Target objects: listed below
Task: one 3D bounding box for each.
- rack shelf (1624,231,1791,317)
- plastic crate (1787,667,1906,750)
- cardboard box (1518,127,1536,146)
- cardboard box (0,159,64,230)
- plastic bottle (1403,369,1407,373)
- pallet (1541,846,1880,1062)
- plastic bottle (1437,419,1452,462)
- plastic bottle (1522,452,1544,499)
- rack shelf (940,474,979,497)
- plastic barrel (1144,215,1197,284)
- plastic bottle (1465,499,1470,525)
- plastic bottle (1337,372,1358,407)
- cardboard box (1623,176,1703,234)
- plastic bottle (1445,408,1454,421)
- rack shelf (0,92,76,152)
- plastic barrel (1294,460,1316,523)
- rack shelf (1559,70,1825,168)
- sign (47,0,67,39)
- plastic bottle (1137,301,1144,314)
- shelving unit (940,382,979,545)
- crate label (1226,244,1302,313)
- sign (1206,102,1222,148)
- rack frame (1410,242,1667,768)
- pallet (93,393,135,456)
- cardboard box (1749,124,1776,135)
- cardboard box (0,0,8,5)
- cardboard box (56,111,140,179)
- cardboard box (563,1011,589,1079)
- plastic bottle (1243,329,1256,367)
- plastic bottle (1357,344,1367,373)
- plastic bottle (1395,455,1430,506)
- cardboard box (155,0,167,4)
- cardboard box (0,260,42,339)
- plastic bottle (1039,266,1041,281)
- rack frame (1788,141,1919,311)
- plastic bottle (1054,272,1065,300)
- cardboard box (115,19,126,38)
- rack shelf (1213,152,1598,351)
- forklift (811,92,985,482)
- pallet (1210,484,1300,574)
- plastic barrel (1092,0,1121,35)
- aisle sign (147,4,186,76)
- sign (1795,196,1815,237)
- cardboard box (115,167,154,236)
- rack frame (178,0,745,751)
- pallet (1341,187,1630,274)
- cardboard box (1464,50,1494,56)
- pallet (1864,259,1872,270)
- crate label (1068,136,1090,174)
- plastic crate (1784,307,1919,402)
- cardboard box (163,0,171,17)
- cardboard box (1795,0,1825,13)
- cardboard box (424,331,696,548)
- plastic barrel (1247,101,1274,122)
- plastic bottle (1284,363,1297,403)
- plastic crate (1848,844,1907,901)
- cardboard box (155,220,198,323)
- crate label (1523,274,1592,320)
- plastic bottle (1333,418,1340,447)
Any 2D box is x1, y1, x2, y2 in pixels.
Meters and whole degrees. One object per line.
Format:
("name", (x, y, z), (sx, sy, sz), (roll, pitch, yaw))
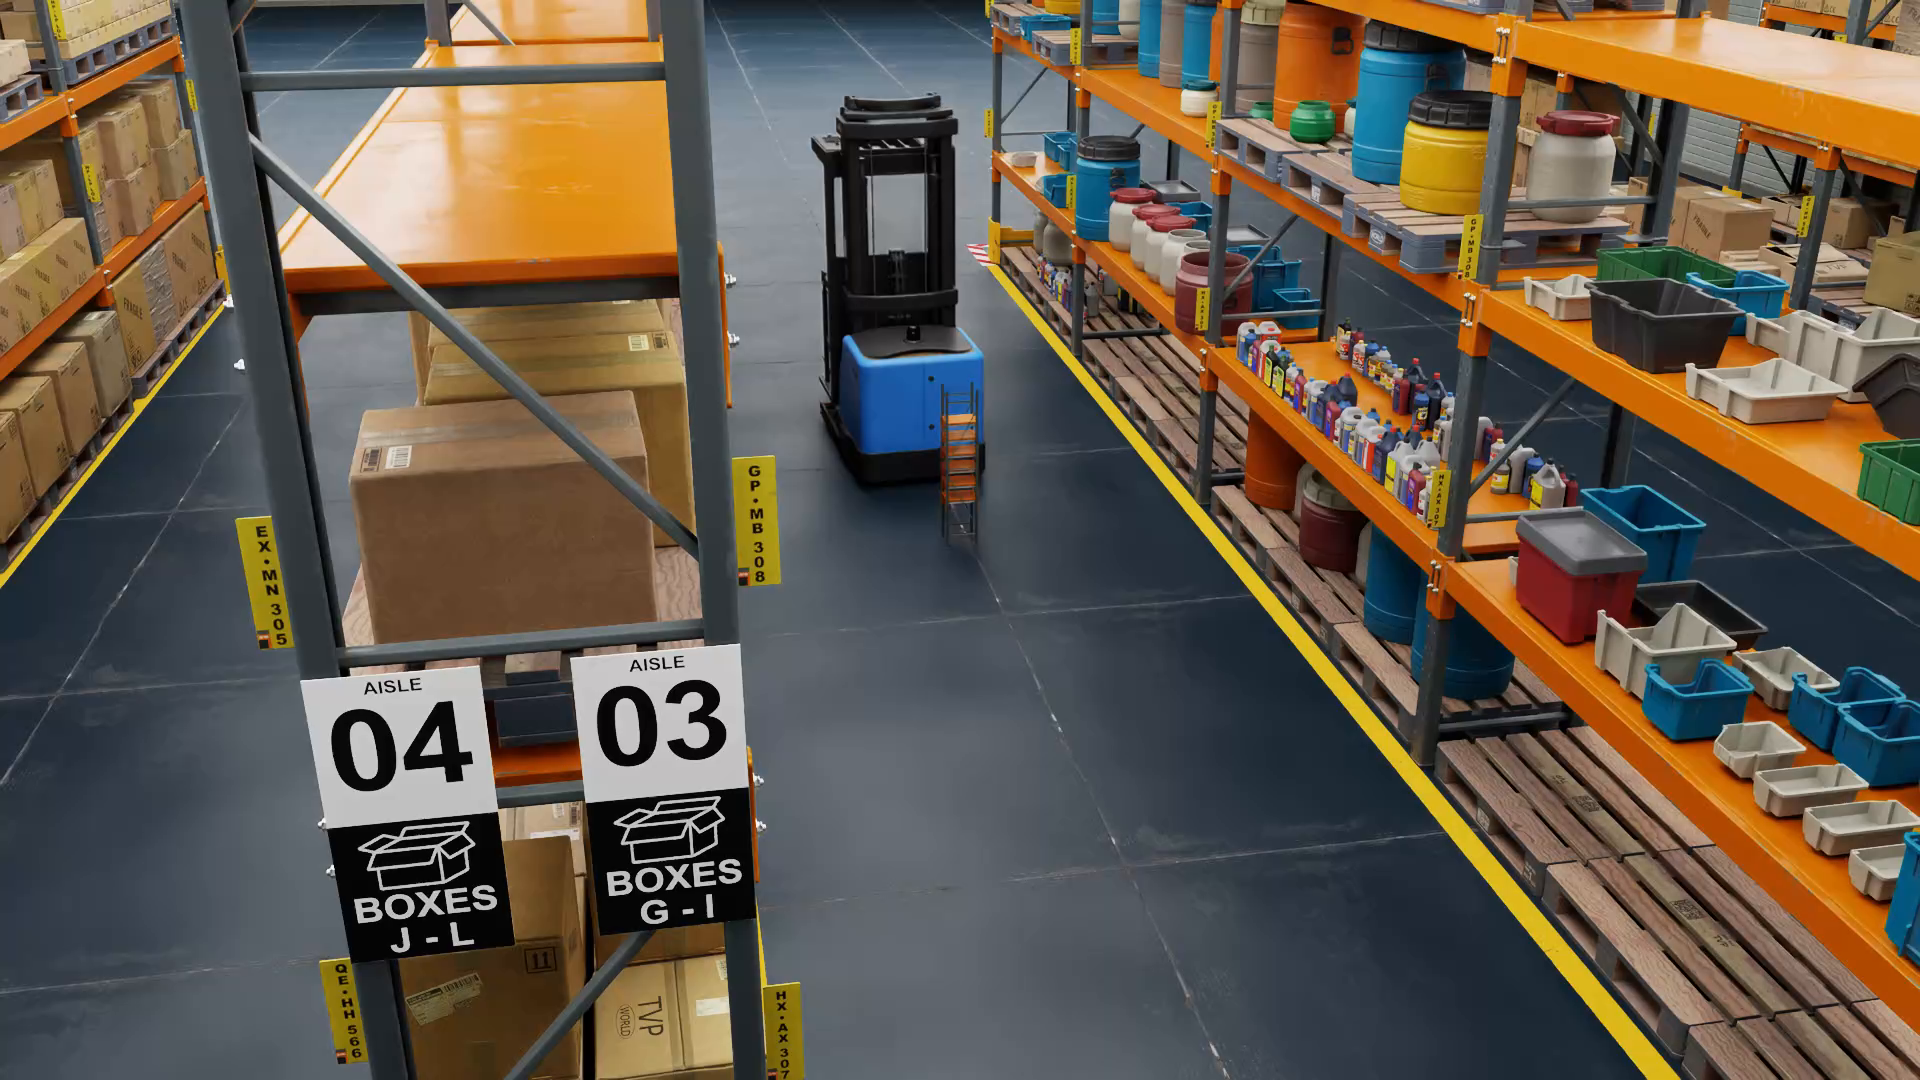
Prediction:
("rack shelf", (6.863, -2.527, 15.430), (1.077, 0.370, 4.000), (-4, 24, -10))
("plastic crate", (3.823, 0.733, 7.200), (0.416, 0.233, 0.300), (-4, 24, -10))
("cardboard box", (6.138, -4.278, 17.605), (0.380, 0.149, 0.250), (-5, 24, -11))
("cardboard box", (-8.038, -2.894, 13.996), (0.700, 0.500, 0.500), (-5, 24, -11))
("plastic bottle", (3.070, -1.075, 11.351), (0.061, 0.283, 0.133), (-4, 24, -10))
("pallet", (3.507, 1.913, 7.848), (1.003, 0.211, 1.213), (-4, 24, -10))
("plastic bottle", (3.072, -0.638, 10.361), (0.152, 0.276, 0.135), (-4, 24, -10))
("plastic bottle", (3.374, -0.384, 9.784), (0.097, 0.271, 0.097), (0, 24, 0))
("rack shelf", (-0.003, -0.405, 12.331), (0.258, 0.103, 0.180), (-4, 24, -10))
("plastic barrel", (1.802, -2.490, 14.275), (0.433, 0.535, 0.433), (0, 24, 0))
("plastic bottle", (2.833, -0.188, 9.425), (0.097, 0.201, 0.097), (0, 24, 0))
("plastic bottle", (2.534, -0.944, 10.968), (0.144, 0.351, 0.185), (-4, 24, -10))
("cardboard box", (6.717, -3.179, 15.899), (0.500, 0.500, 0.500), (-3, 24, -6))
("plastic bottle", (3.179, -0.741, 10.596), (0.152, 0.276, 0.135), (-4, 24, -10))
("rack shelf", (-7.766, -2.843, 12.405), (1.077, 0.370, 4.000), (-4, 24, -10))
("plastic barrel", (2.664, -0.351, 12.132), (0.421, 0.512, 0.421), (0, 24, 0))
("rack shelf", (6.863, -3.902, 14.830), (1.077, 0.370, 4.000), (-4, 24, -10))
("sign", (-7.604, -4.384, 13.997), (0.100, 0.325, 0.005), (-4, 24, -10))
("plastic bottle", (1.910, -2.515, 17.356), (0.152, 0.276, 0.135), (-3, 24, -8))
("shelving unit", (-0.003, -0.556, 12.265), (0.258, 1.200, 0.189), (-4, 24, -10))
("crate label", (2.447, -2.132, 13.583), (0.502, 0.435, 0.616), (-4, 24, -10))
("sign", (1.825, -2.988, 11.970), (0.100, 0.325, 0.005), (-4, 24, -10))
("rack frame", (3.104, -0.132, 9.047), (1.000, 3.000, 0.127), (-4, 24, -10))
("pallet", (-7.919, -1.009, 14.539), (1.003, 0.211, 1.213), (-4, 24, -10))
("cardboard box", (10.400, -5.310, 21.066), (0.500, 0.250, 0.500), (-5, 24, -11))
("cardboard box", (-8.609, -4.766, 14.578), (0.380, 0.149, 0.250), (-4, 24, -10))
("cardboard box", (-8.351, -3.726, 15.740), (0.875, 0.550, 0.550), (-4, 24, -10))
("cardboard box", (-1.374, 1.569, 4.967), (0.500, 0.250, 0.500), (-5, 24, -11))
("plastic bottle", (2.121, -1.404, 12.121), (0.097, 0.271, 0.097), (0, 24, 0))
("plastic bottle", (2.923, -1.311, 11.994), (0.097, 0.201, 0.097), (0, 24, 0))
("plastic bottle", (2.646, -0.350, 9.701), (0.152, 0.276, 0.135), (-4, 24, -10))
("cardboard box", (-8.510, -5.667, 17.138), (0.500, 0.250, 0.500), (-4, 24, -9))
("cardboard box", (-7.493, -1.848, 12.851), (0.500, 0.500, 0.500), (-5, 24, -10))
("plastic bottle", (0.933, -2.994, 18.547), (0.097, 0.201, 0.097), (0, 24, 0))
("rack frame", (7.233, -2.070, 13.485), (1.000, 3.000, 0.127), (-4, 24, -10))
("plastic bottle", (1.101, -2.731, 17.851), (0.152, 0.276, 0.135), (-4, 24, -9))
("cardboard box", (-8.150, -4.849, 15.764), (0.380, 0.149, 0.250), (-4, 24, -9))
("rack shelf", (2.734, -1.963, 10.392), (1.077, 0.370, 4.000), (-4, 24, -10))
("forklift", (-0.636, -2.372, 14.261), (1.130, 2.935, 3.031), (-6, 24, -12))
("pallet", (2.551, -0.120, 12.504), (1.003, 0.211, 1.213), (-4, 24, -10))
("plastic barrel", (1.546, -5.475, 16.381), (0.600, 0.901, 0.708), (-4, 24, -10))
("aisle sign", (-8.594, -5.399, 17.860), (0.394, 0.787, 0.004), (-4, 24, -10))
("sign", (6.688, -2.559, 13.156), (0.100, 0.325, 0.005), (-4, 24, -10))
("cardboard box", (-8.324, -3.233, 15.961), (0.875, 0.550, 0.550), (-4, 24, -10))
("rack frame", (-1.024, -0.941, 3.404), (1.000, 3.000, 0.127), (-4, 24, -10))
("pallet", (2.863, -1.721, 9.174), (1.213, 0.211, 1.003), (-4, 24, -10))
("cardboard box", (5.940, -5.446, 19.467), (0.700, 0.500, 0.500), (-5, 24, -11))
("pallet", (11.202, -2.995, 19.087), (1.003, 0.211, 1.213), (-4, 24, -10))
("crate label", (1.491, -4.164, 18.235), (0.502, 0.435, 0.616), (-4, 24, -10))
("plastic crate", (3.737, -0.773, 6.916), (0.437, 0.282, 0.530), (-4, 24, -10))
("cardboard box", (-8.481, -5.550, 17.369), (0.380, 0.149, 0.250), (-4, 24, -10))
("cardboard box", (10.502, -6.651, 20.075), (0.500, 0.500, 0.500), (-3, 24, -6))
("cardboard box", (-1.158, -0.281, 4.867), (0.700, 0.500, 0.500), (-5, 24, -12))
("plastic barrel", (2.269, -3.102, 12.294), (0.294, 0.245, 0.294), (0, 24, 0))
("plastic bottle", (2.274, -1.079, 11.377), (0.097, 0.271, 0.097), (0, 24, 0))
("plastic crate", (3.515, 1.227, 6.189), (0.396, 0.136, 0.243), (-4, 24, -10))
("cardboard box", (-8.520, -2.769, 17.215), (0.875, 0.875, 0.875), (-5, 24, -11))
("crate label", (2.911, -1.172, 8.009), (0.293, 0.136, 0.466), (-4, 24, -10))
("plastic bottle", (2.437, -0.702, 10.600), (0.097, 0.201, 0.097), (0, 24, 0))
